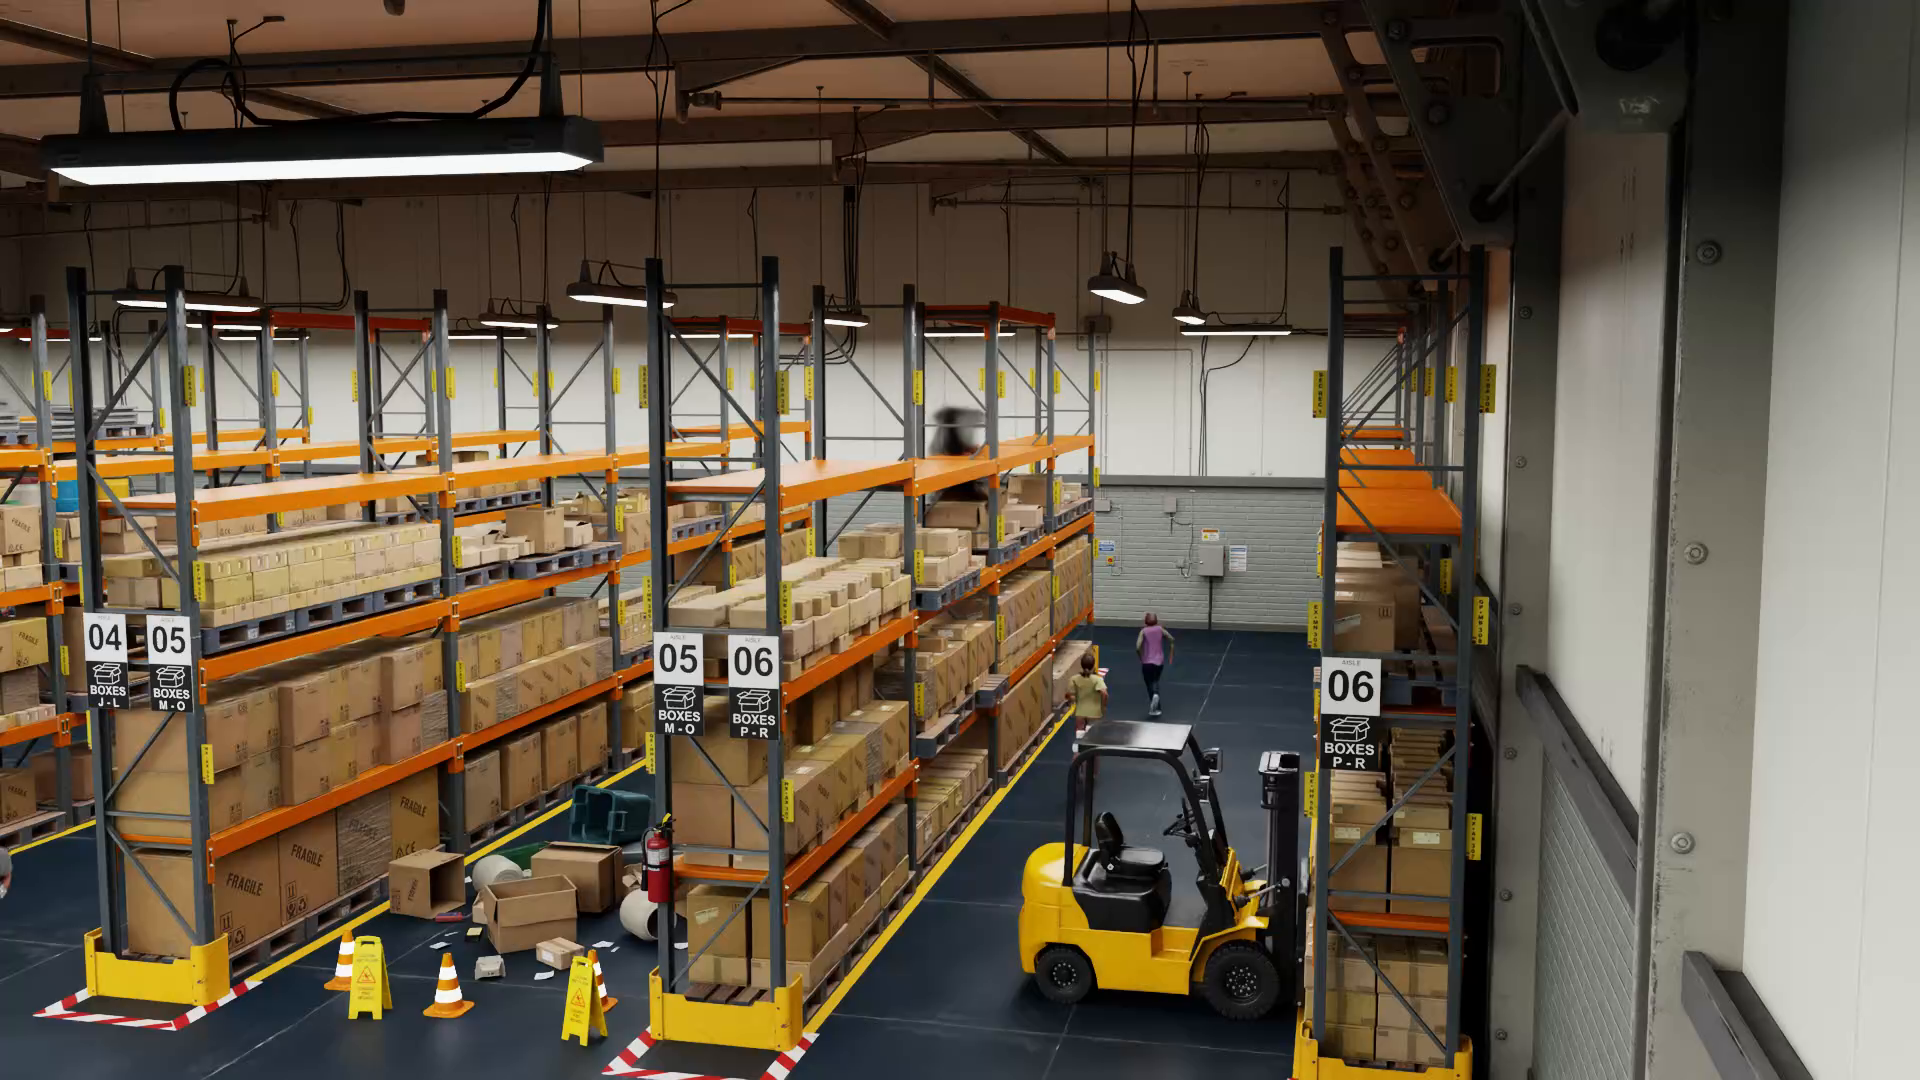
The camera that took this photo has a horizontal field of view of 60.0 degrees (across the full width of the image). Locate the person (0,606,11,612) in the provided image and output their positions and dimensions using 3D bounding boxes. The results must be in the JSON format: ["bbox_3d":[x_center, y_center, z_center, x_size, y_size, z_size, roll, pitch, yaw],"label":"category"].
[{"bbox_3d":[-15.836,1.557,28.077,0.596,1.630,0.961,0,6,-1],"label":"person"}]

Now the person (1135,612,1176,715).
[{"bbox_3d":[2.944,1.857,25.140,0.612,1.553,0.493,-1,6,-5],"label":"person"}]

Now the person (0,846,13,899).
[{"bbox_3d":[-7.953,3.026,13.210,1.015,1.720,0.713,4,7,37],"label":"person"}]

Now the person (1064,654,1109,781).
[{"bbox_3d":[1.590,2.245,20.731,0.583,1.674,0.934,2,6,16],"label":"person"}]
